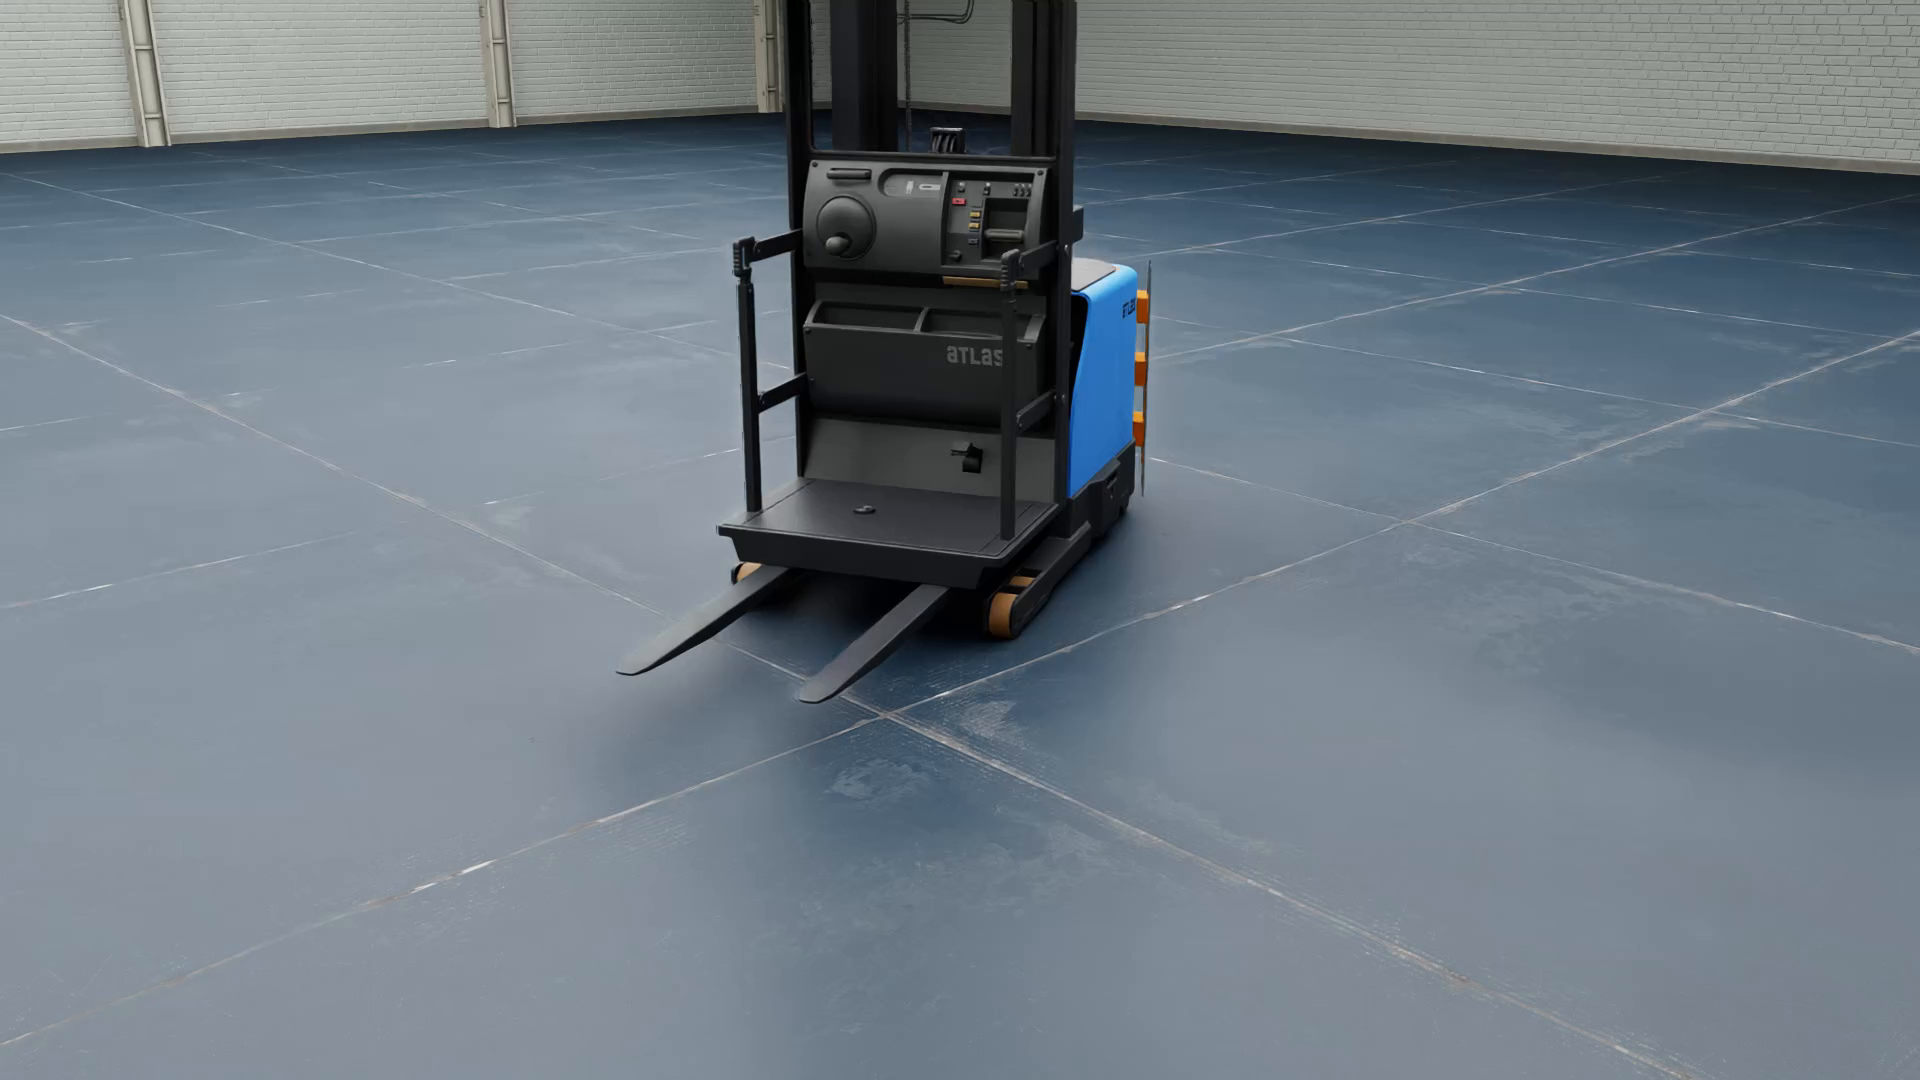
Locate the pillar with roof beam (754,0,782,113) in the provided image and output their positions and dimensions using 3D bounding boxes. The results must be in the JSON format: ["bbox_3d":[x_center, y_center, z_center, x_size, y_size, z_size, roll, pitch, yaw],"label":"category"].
[{"bbox_3d":[-0.907,-12.022,29.474,0.400,9.000,9.100,-16,24,-41],"label":"pillar with roof beam"}]

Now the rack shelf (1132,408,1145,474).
[{"bbox_3d":[0.722,-0.458,7.629,0.240,0.259,0.215,2,18,5],"label":"rack shelf"}]

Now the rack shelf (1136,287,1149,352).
[{"bbox_3d":[0.722,-0.992,7.456,0.240,0.259,0.215,2,18,5],"label":"rack shelf"}]

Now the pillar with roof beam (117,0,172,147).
[{"bbox_3d":[-9.626,-9.480,21.632,0.400,9.000,9.100,-16,24,-41],"label":"pillar with roof beam"}]

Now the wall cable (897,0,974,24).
[{"bbox_3d":[-0.815,-11.838,33.940,0.112,2.526,3.097,-16,24,-41],"label":"wall cable"}]

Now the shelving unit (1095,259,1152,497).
[{"bbox_3d":[0.722,-0.732,7.540,0.252,1.050,0.215,2,18,5],"label":"shelving unit"}]

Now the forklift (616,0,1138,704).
[{"bbox_3d":[-0.207,-1.186,5.890,1.130,2.935,3.031,6,19,19],"label":"forklift"}]

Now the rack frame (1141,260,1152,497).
[{"bbox_3d":[0.844,-0.729,7.530,0.008,1.050,0.200,2,18,5],"label":"rack frame"}]

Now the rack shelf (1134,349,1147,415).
[{"bbox_3d":[0.722,-0.722,7.544,0.240,0.259,0.215,2,18,5],"label":"rack shelf"}]

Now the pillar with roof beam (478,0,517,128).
[{"bbox_3d":[-5.266,-10.751,25.553,0.400,9.000,9.100,-16,24,-41],"label":"pillar with roof beam"}]
